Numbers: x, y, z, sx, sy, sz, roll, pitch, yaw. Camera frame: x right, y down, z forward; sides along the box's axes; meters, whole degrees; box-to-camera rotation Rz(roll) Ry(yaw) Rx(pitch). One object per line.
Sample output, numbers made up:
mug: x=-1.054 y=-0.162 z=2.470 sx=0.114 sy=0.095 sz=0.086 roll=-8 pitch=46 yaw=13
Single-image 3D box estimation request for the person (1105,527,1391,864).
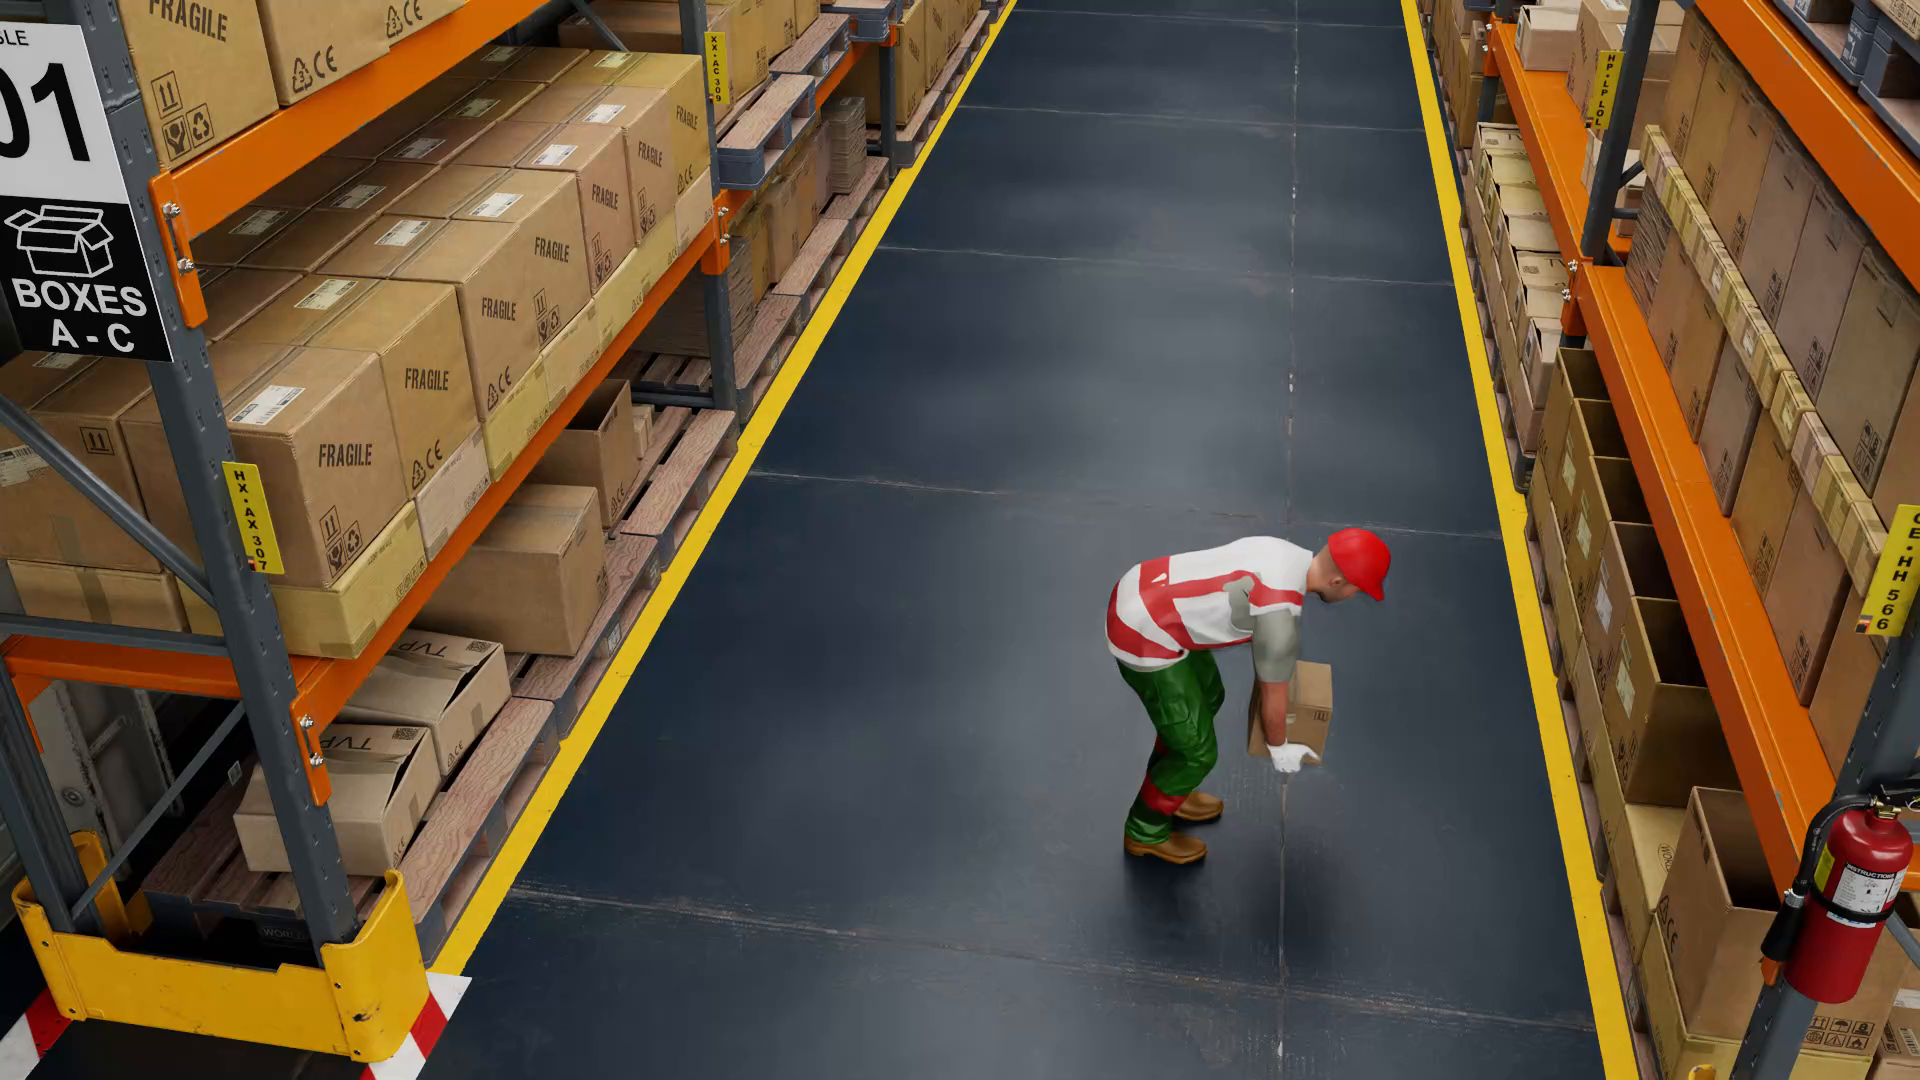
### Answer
person: x=0.945 y=0.512 z=5.737 sx=0.909 sy=1.319 sz=0.497 roll=4 pitch=32 yaw=7
